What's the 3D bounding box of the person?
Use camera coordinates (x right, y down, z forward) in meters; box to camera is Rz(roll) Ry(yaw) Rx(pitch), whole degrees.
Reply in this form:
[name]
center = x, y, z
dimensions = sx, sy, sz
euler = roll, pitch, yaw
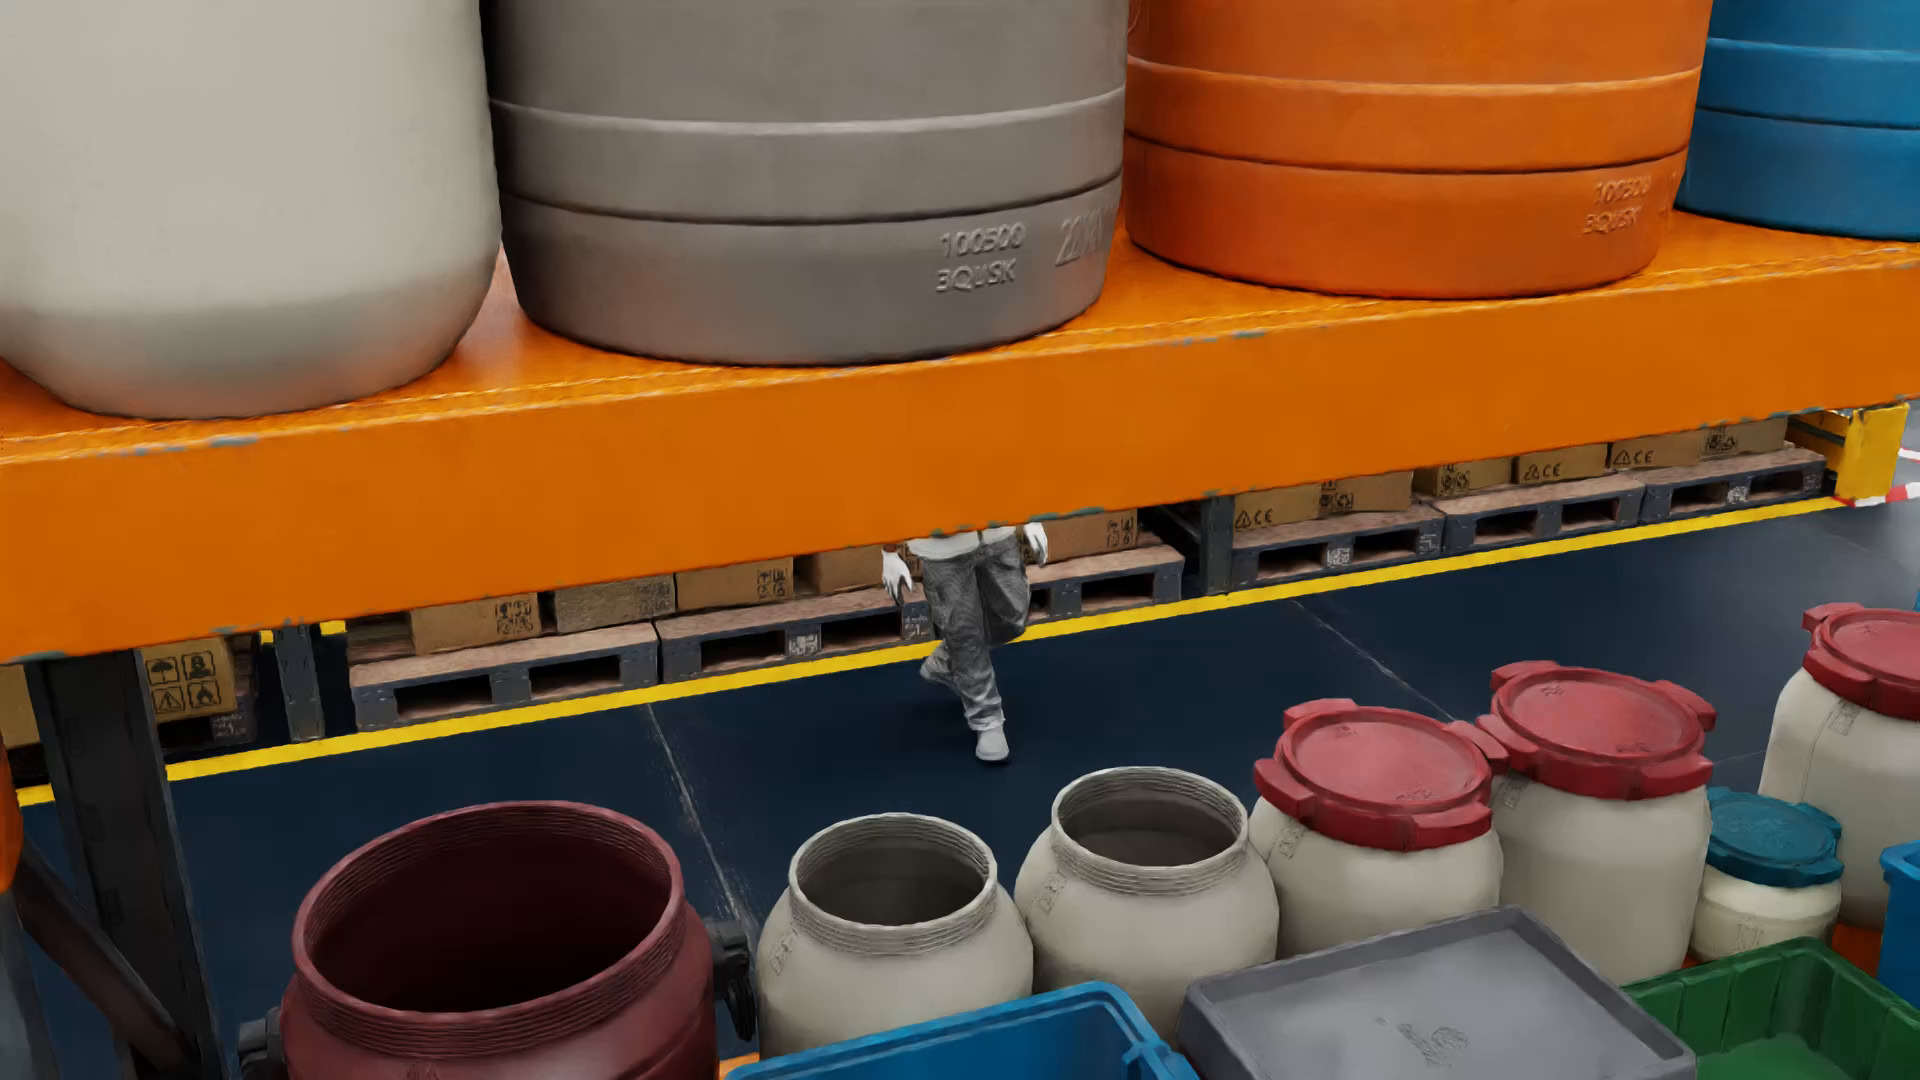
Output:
[person]
center = -0.032, -0.026, 6.164
dimensions = 0.625, 1.758, 0.570
euler = -13, 26, -29
